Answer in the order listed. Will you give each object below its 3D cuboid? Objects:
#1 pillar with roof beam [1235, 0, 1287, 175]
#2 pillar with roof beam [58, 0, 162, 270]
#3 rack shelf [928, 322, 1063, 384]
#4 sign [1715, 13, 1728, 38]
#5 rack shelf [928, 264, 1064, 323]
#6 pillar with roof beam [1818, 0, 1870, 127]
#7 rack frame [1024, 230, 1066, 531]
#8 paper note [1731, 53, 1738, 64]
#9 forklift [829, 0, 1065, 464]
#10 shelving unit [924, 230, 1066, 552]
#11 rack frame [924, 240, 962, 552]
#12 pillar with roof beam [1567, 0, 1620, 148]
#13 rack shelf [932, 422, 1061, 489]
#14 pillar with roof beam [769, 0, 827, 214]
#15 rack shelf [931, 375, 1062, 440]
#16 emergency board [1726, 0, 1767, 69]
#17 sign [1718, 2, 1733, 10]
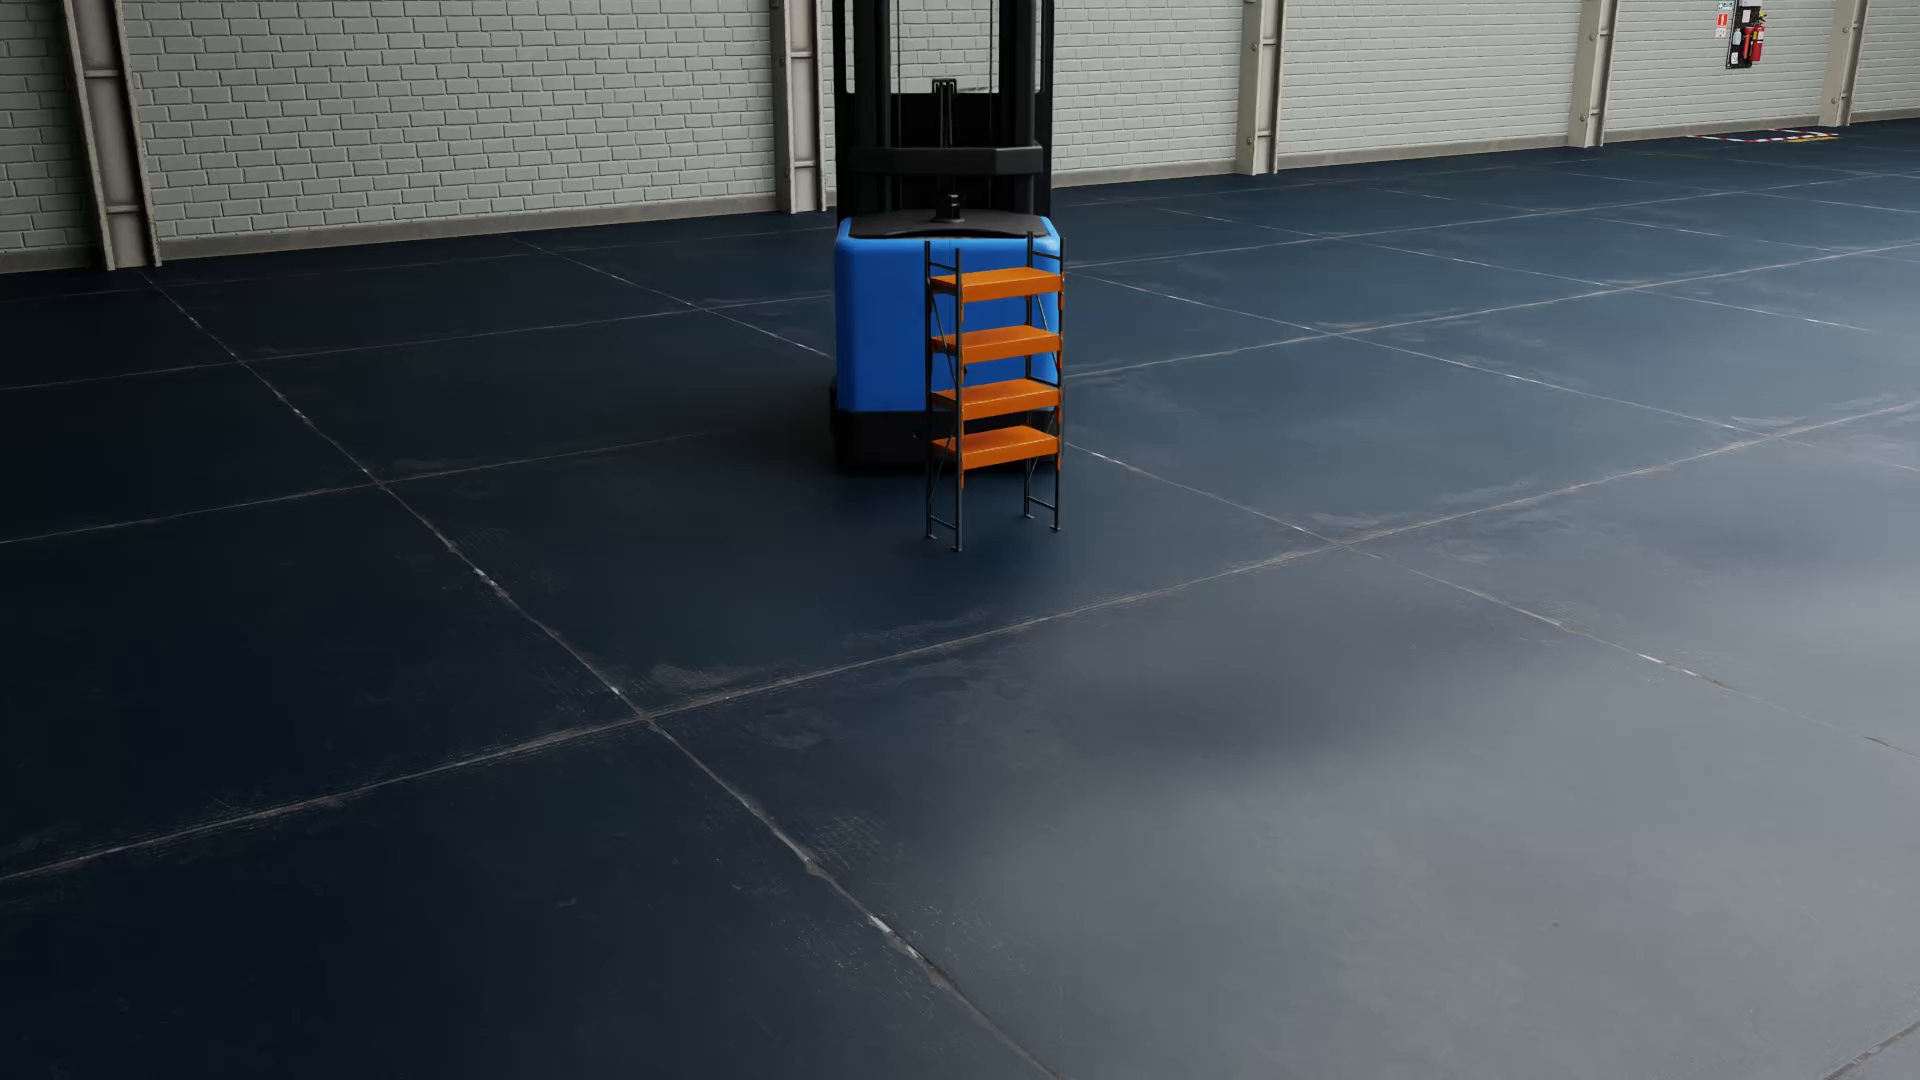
[{"bbox_3d":[5.824,-7.401,14.587,0.400,9.000,9.100,-12,22,-31],"label":"pillar with roof beam"},{"bbox_3d":[-4.198,-5.288,8.335,0.400,9.000,9.100,-12,22,-31],"label":"pillar with roof beam"},{"bbox_3d":[0.138,-0.746,6.589,0.480,0.148,0.258,-12,22,-31],"label":"rack shelf"},{"bbox_3d":[10.875,-7.347,23.737,0.234,0.329,0.001,-12,22,-31],"label":"sign"},{"bbox_3d":[0.138,-0.970,6.513,0.480,0.148,0.258,-12,22,-31],"label":"rack shelf"},{"bbox_3d":[15.846,-9.515,20.839,0.400,9.000,9.100,-12,22,-31],"label":"pillar with roof beam"},{"bbox_3d":[0.342,-0.641,6.766,0.015,1.200,0.240,-12,22,-31],"label":"rack frame"},{"bbox_3d":[11.208,-6.970,24.052,0.142,0.148,0.016,-12,22,-31],"label":"paper note"},{"bbox_3d":[-0.091,-2.156,8.545,1.130,2.935,3.031,-1,19,-2],"label":"forklift"},{"bbox_3d":[0.138,-0.598,6.639,0.503,1.200,0.258,-12,22,-31],"label":"shelving unit"},{"bbox_3d":[-0.066,-0.555,6.512,0.015,1.200,0.240,-12,22,-31],"label":"rack frame"},{"bbox_3d":[10.835,-8.458,17.713,0.400,9.000,9.100,-12,22,-31],"label":"pillar with roof beam"},{"bbox_3d":[0.138,-0.346,6.724,0.480,0.148,0.258,-12,22,-31],"label":"rack shelf"},{"bbox_3d":[0.813,-6.345,11.461,0.400,9.000,9.100,-12,22,-31],"label":"pillar with roof beam"},{"bbox_3d":[0.138,-0.534,6.660,0.480,0.148,0.258,-12,22,-31],"label":"rack shelf"},{"bbox_3d":[11.393,-7.400,23.949,0.643,1.169,0.194,-12,22,-31],"label":"emergency board"},{"bbox_3d":[10.884,-7.596,23.647,0.331,0.109,0.001,-12,22,-31],"label":"sign"}]
